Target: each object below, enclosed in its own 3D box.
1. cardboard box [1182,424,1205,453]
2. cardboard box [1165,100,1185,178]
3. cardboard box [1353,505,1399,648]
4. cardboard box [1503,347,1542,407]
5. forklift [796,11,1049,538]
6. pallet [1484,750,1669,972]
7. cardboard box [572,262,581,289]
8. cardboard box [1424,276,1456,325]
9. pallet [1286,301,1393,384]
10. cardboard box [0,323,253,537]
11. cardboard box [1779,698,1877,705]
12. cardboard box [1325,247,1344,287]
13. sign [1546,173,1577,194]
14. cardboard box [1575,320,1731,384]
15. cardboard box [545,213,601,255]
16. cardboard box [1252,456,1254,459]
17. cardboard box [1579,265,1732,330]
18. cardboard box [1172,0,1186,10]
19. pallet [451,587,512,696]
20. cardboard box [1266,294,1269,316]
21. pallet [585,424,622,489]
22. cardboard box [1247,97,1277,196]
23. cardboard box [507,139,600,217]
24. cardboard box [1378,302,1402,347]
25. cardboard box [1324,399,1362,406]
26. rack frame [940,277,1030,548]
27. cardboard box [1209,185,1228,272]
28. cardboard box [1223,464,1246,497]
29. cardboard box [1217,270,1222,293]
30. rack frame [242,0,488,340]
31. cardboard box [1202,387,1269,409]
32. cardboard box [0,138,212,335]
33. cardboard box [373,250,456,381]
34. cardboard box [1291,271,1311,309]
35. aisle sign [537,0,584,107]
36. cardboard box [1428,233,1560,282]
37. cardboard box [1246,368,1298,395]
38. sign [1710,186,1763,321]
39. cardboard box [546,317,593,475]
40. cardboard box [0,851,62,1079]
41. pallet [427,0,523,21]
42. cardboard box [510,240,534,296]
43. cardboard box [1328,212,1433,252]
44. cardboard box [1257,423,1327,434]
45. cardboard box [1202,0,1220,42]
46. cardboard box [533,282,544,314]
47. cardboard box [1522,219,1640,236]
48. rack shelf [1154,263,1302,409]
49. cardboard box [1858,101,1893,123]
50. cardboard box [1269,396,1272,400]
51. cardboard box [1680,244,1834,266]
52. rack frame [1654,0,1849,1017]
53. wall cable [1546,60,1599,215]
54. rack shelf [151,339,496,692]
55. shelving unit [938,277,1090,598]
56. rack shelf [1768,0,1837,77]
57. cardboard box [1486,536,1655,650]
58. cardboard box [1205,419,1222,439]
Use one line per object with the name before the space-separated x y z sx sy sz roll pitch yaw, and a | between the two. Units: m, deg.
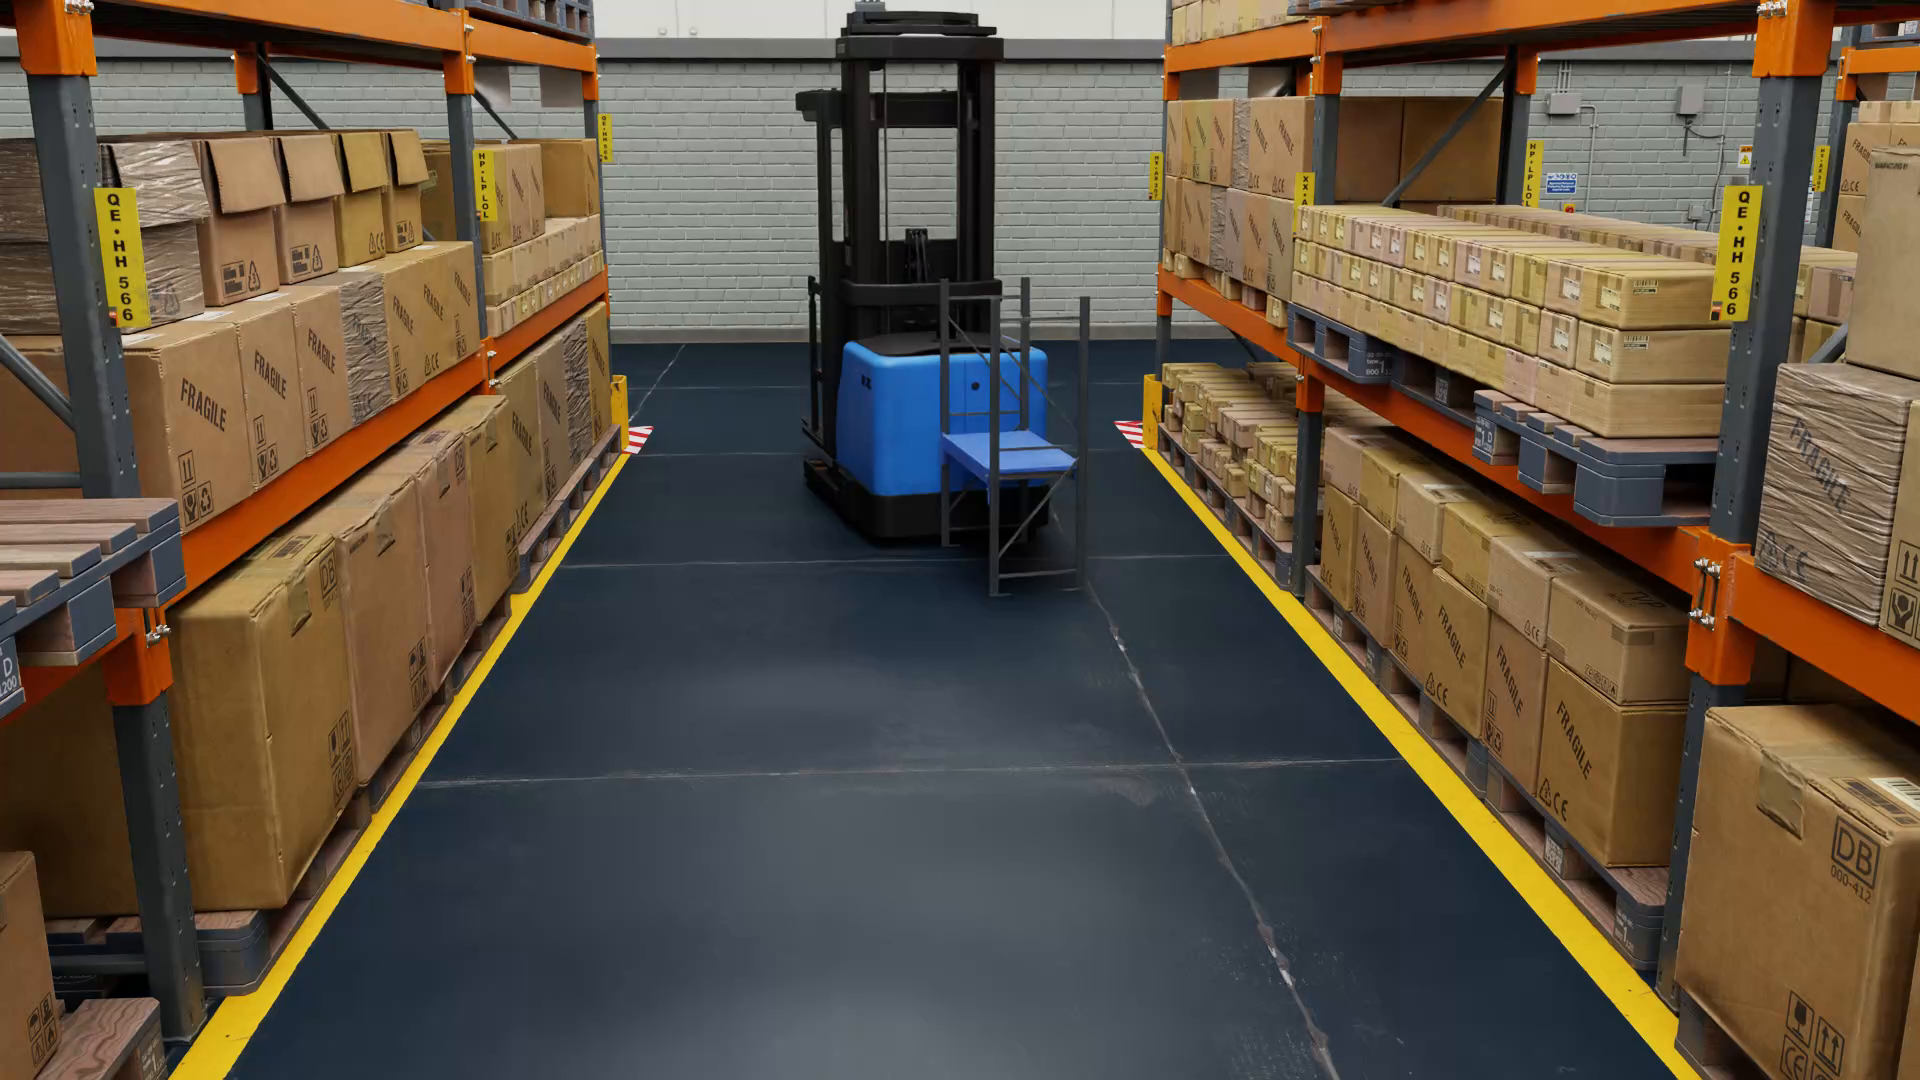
cardboard box | 1.677 -0.671 10.992 0.380 0.149 0.250 -1 14 -3
cardboard box | 1.701 -2.735 11.332 0.500 0.500 0.500 -1 14 -4
cardboard box | 2.001 0.147 7.107 0.500 0.500 0.500 0 14 -1
cardboard box | 1.914 -0.507 5.140 0.380 0.149 0.250 -1 14 -2
forklift | -0.394 -1.753 10.459 1.130 2.935 3.031 -4 15 -16
pallet | 2.386 0.972 5.326 1.003 0.211 1.213 -1 14 -3
cardboard box | -2.604 -1.663 10.476 0.380 0.149 0.250 -1 14 -5
cardboard box | 1.866 -0.847 5.862 0.380 0.149 0.250 -1 14 -2
pallet | 2.088 -0.894 7.366 1.003 0.211 1.213 -1 14 -3
cardboard box | -2.282 -0.306 4.497 0.500 0.500 0.500 0 14 -2
cardboard box | 2.644 0.643 5.181 0.500 0.500 0.500 -2 15 -6
cardboard box | 1.785 -1.171 7.123 0.380 0.149 0.250 -1 14 -2
sign | 6.447 -3.823 17.822 0.327 0.218 0.001 -1 14 -3
cardboard box | 1.948 -0.526 4.615 0.380 0.149 0.250 -1 14 -2
cardboard box | -2.724 -2.078 11.285 0.500 0.250 0.500 -1 14 -4
cardboard box | 1.868 -0.417 9.408 0.380 0.149 0.250 -1 14 -3
cardboard box | 1.945 -0.669 4.574 0.380 0.149 0.250 -1 15 -6
cardboard box | 1.706 -3.680 11.089 0.500 0.250 0.500 -1 14 -3
pallet | -2.648 0.413 7.496 1.003 0.211 1.213 -1 14 -3
cardboard box | 1.853 -1.255 8.887 0.380 0.149 0.250 0 14 -1
pallet | -2.891 -0.574 11.335 1.003 0.211 1.213 -1 14 -3
cardboard box | 1.849 -2.097 8.853 0.500 0.500 0.500 -1 14 -5
cardboard box | -2.727 -2.440 11.189 0.500 0.500 0.500 -1 14 -3
cardboard box | 1.837 -0.831 6.398 0.380 0.149 0.250 -1 14 -4
cardboard box | 2.300 -0.768 10.176 0.380 0.149 0.250 -1 14 -3
rack frame | 0.137 -0.699 9.235 0.500 1.500 0.032 -4 15 -14
cardboard box | 1.804 -1.869 9.974 0.500 0.500 0.500 -1 14 -5
cardboard box | 1.757 -0.352 9.752 0.380 0.149 0.250 -1 14 -4
cardboard box | 1.778 -1.580 10.150 0.380 0.149 0.250 0 14 -1
rack frame | -2.771 -1.128 7.890 1.000 3.000 0.127 -1 14 -3
cardboard box | 1.762 -0.888 10.644 0.380 0.149 0.250 0 14 -1
cardboard box | -2.553 -0.849 4.593 0.797 0.503 0.637 0 14 -2
cardboard box | -2.446 -0.941 6.963 0.500 0.500 0.500 0 14 -2
cardboard box | 1.751 -1.156 7.660 0.380 0.149 0.250 -2 15 -6
aisle sign | -2.724 -3.404 11.520 0.394 0.787 0.004 -1 14 -3
cardboard box | 1.867 -0.991 5.824 0.380 0.149 0.250 0 14 -1
cardboard box | 2.182 -1.094 11.442 0.380 0.149 0.250 -1 14 -2
sign | 1.892 -0.696 4.047 0.100 0.325 0.005 -1 14 -3
cardboard box | -2.843 -0.913 10.475 0.875 0.875 0.875 -1 14 -3
cardboard box | -2.462 1.031 3.633 0.700 0.500 0.500 -2 15 -6
pallet | -2.811 -2.741 8.318 1.003 0.211 1.213 -1 14 -3
cardboard box | -2.565 -1.444 8.822 0.500 0.250 0.500 -1 14 -4
cardboard box | 1.787 -1.311 7.069 0.380 0.149 0.250 -1 14 -3
cardboard box | 1.887 -0.565 9.387 0.380 0.149 0.250 0 14 -2
cardboard box | 1.783 -3.179 10.145 0.500 0.250 0.500 -1 14 -5
cardboard box | -2.525 -1.345 9.237 0.380 0.149 0.250 -1 14 -4
cardboard box | 2.465 -1.195 6.617 0.380 0.149 0.250 -1 14 -5
rack shelf | 2.062 -1.328 10.112 1.077 0.370 4.000 -1 14 -3
cardboard box | 6.618 -3.030 11.773 0.380 0.149 0.250 -1 14 -2
cardboard box | 2.289 -0.885 11.227 0.380 0.149 0.250 -1 15 -6
cardboard box | 2.552 -0.866 5.339 0.380 0.149 0.250 -1 15 -6
rack frame | 2.433 -0.184 4.223 1.000 3.000 0.127 -1 14 -3
wall cable | 6.499 -4.185 17.669 0.585 1.953 0.123 -1 14 -3
rack shelf | -2.647 -0.282 6.046 1.077 0.370 4.000 -1 14 -3
shelving unit | 0.265 -0.577 8.758 0.538 1.500 1.048 -4 15 -14
rack shelf | 2.557 -0.791 2.006 1.077 0.370 4.000 -1 14 -3
cardboard box | 2.087 0.168 5.522 0.500 0.250 0.500 -1 14 -3
cardboard box | 1.797 -0.748 10.695 0.380 0.149 0.250 -2 15 -6
